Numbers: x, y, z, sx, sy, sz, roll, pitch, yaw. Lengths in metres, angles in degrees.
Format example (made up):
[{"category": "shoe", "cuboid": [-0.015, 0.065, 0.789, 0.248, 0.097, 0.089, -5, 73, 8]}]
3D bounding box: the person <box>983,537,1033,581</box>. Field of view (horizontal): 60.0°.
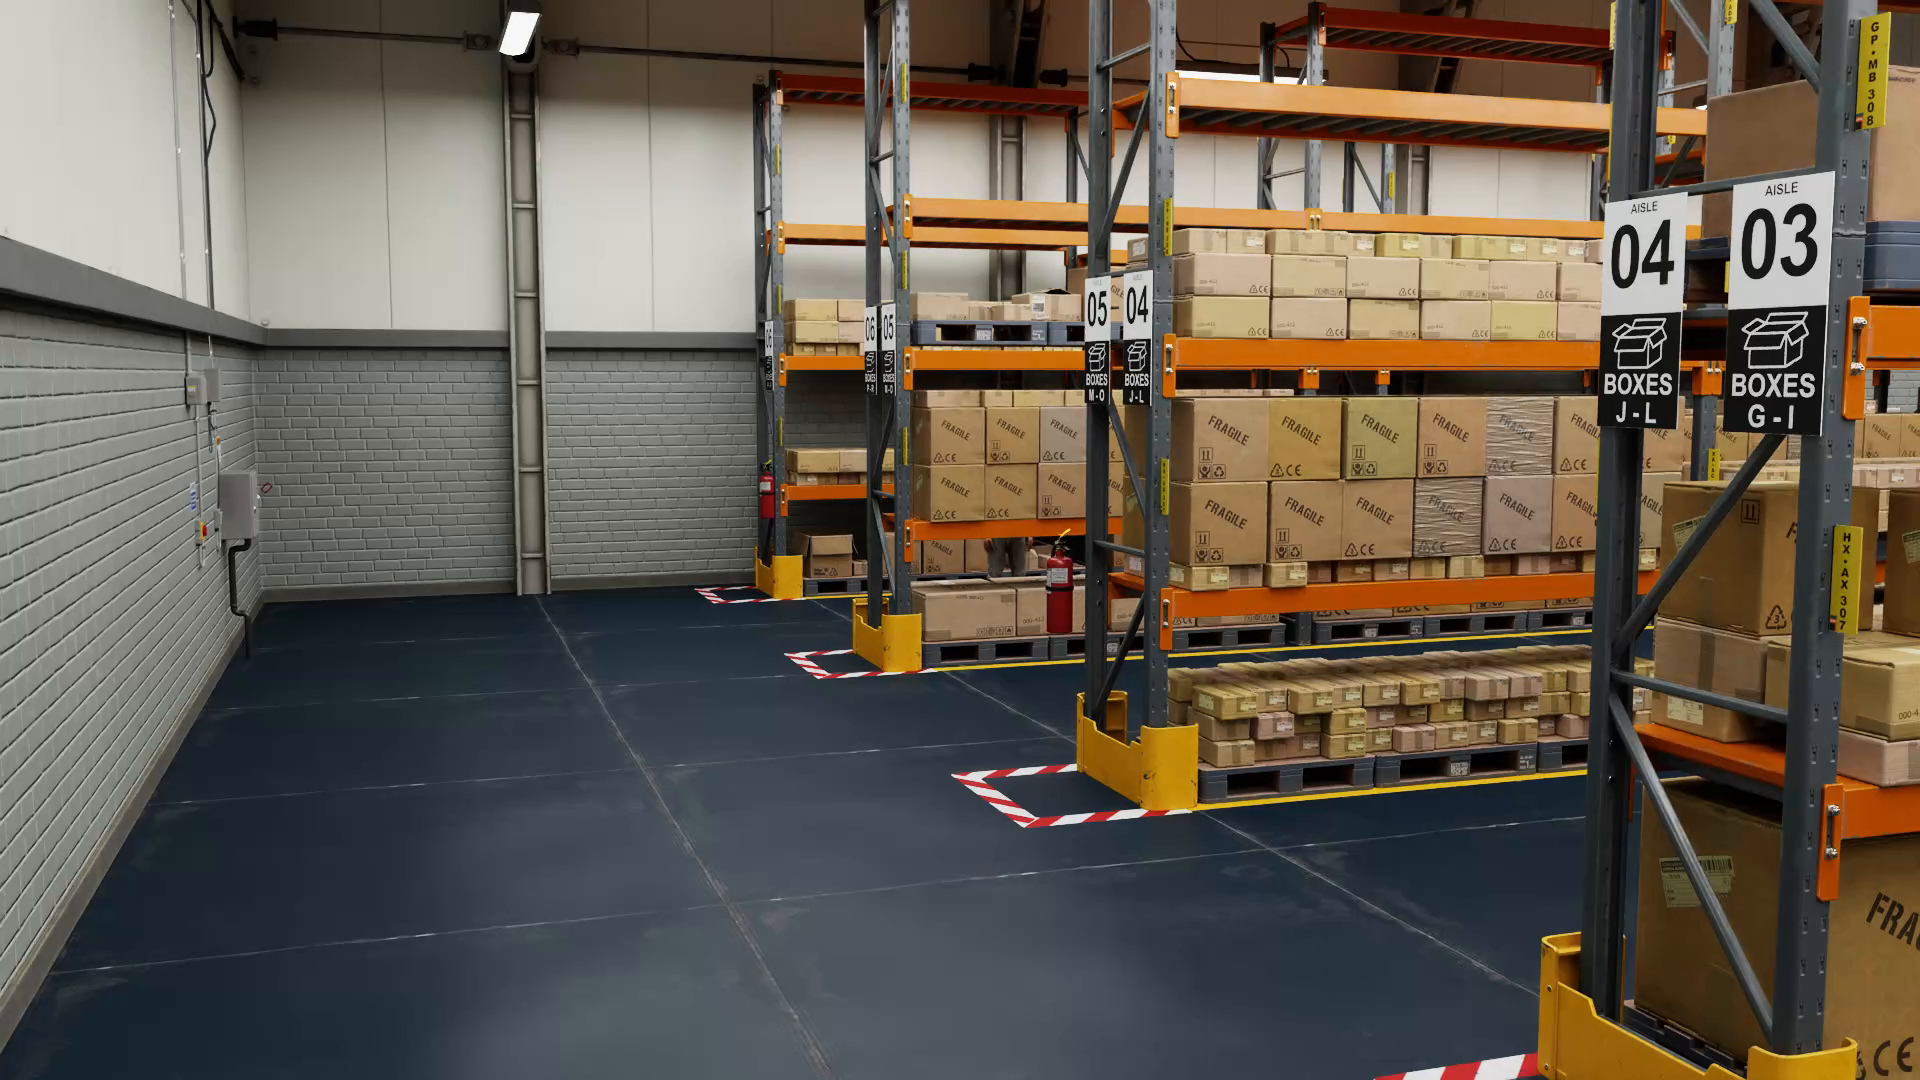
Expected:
[{"category": "person", "cuboid": [0.499, -0.036, 17.539, 0.580, 1.772, 0.461, -2, 6, -19]}]
